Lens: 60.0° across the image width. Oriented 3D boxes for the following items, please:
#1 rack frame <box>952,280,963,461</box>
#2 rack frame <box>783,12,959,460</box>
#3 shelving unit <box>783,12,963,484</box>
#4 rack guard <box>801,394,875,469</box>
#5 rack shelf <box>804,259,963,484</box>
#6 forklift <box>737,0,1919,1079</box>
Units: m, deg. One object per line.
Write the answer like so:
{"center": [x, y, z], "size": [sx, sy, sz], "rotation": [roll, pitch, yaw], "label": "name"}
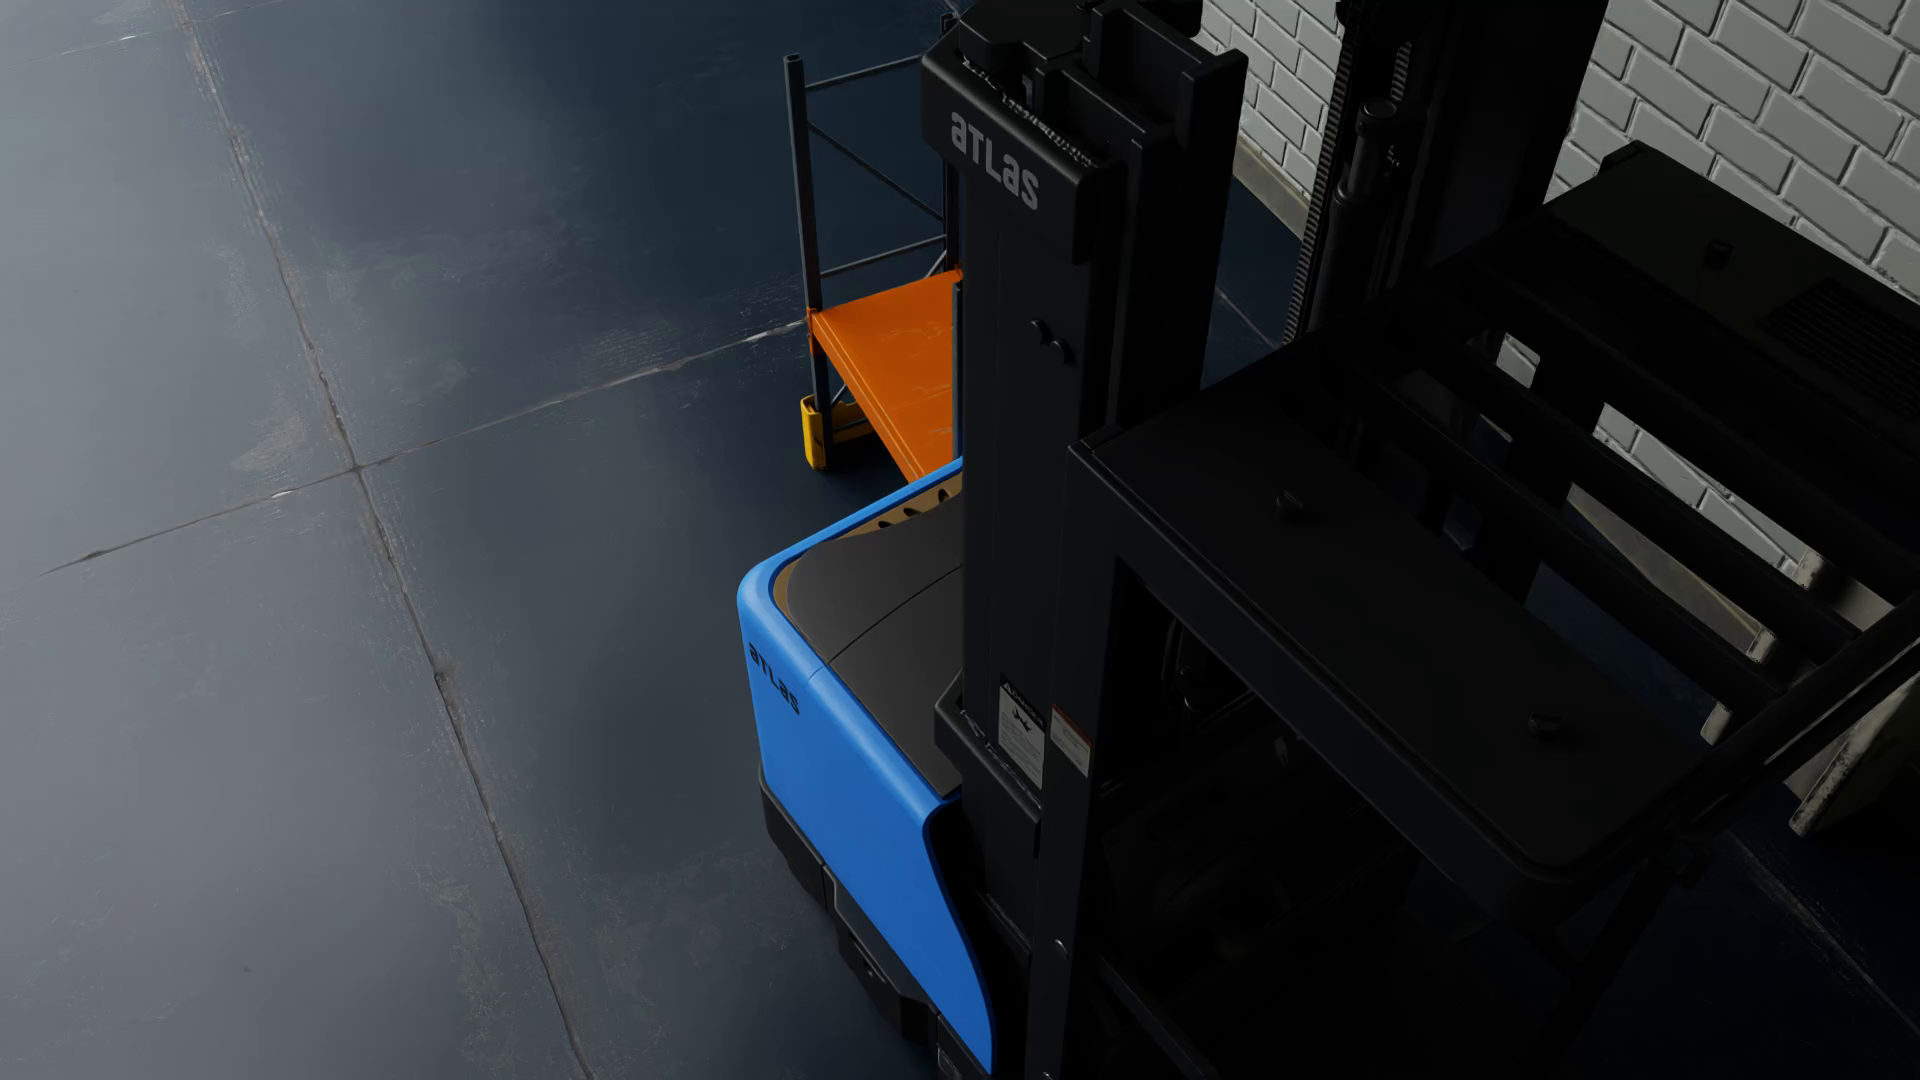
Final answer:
{"center": [0.212, -0.159, 4.393], "size": [0.500, 1.500, 0.032], "rotation": [-20, 52, -17], "label": "rack frame"}
{"center": [-0.233, -0.847, 4.994], "size": [0.500, 1.500, 0.032], "rotation": [-20, 52, -17], "label": "rack frame"}
{"center": [-0.014, -0.509, 4.699], "size": [0.587, 1.500, 1.083], "rotation": [-20, 52, -17], "label": "shelving unit"}
{"center": [-0.233, -0.434, 5.464], "size": [0.587, 0.250, 0.087], "rotation": [-20, 52, -17], "label": "rack guard"}
{"center": [-0.011, -0.384, 4.829], "size": [0.538, 0.185, 1.000], "rotation": [-20, 52, -17], "label": "rack shelf"}
{"center": [0.751, 0.507, 2.859], "size": [1.130, 2.935, 3.031], "rotation": [-29, 55, -23], "label": "forklift"}
